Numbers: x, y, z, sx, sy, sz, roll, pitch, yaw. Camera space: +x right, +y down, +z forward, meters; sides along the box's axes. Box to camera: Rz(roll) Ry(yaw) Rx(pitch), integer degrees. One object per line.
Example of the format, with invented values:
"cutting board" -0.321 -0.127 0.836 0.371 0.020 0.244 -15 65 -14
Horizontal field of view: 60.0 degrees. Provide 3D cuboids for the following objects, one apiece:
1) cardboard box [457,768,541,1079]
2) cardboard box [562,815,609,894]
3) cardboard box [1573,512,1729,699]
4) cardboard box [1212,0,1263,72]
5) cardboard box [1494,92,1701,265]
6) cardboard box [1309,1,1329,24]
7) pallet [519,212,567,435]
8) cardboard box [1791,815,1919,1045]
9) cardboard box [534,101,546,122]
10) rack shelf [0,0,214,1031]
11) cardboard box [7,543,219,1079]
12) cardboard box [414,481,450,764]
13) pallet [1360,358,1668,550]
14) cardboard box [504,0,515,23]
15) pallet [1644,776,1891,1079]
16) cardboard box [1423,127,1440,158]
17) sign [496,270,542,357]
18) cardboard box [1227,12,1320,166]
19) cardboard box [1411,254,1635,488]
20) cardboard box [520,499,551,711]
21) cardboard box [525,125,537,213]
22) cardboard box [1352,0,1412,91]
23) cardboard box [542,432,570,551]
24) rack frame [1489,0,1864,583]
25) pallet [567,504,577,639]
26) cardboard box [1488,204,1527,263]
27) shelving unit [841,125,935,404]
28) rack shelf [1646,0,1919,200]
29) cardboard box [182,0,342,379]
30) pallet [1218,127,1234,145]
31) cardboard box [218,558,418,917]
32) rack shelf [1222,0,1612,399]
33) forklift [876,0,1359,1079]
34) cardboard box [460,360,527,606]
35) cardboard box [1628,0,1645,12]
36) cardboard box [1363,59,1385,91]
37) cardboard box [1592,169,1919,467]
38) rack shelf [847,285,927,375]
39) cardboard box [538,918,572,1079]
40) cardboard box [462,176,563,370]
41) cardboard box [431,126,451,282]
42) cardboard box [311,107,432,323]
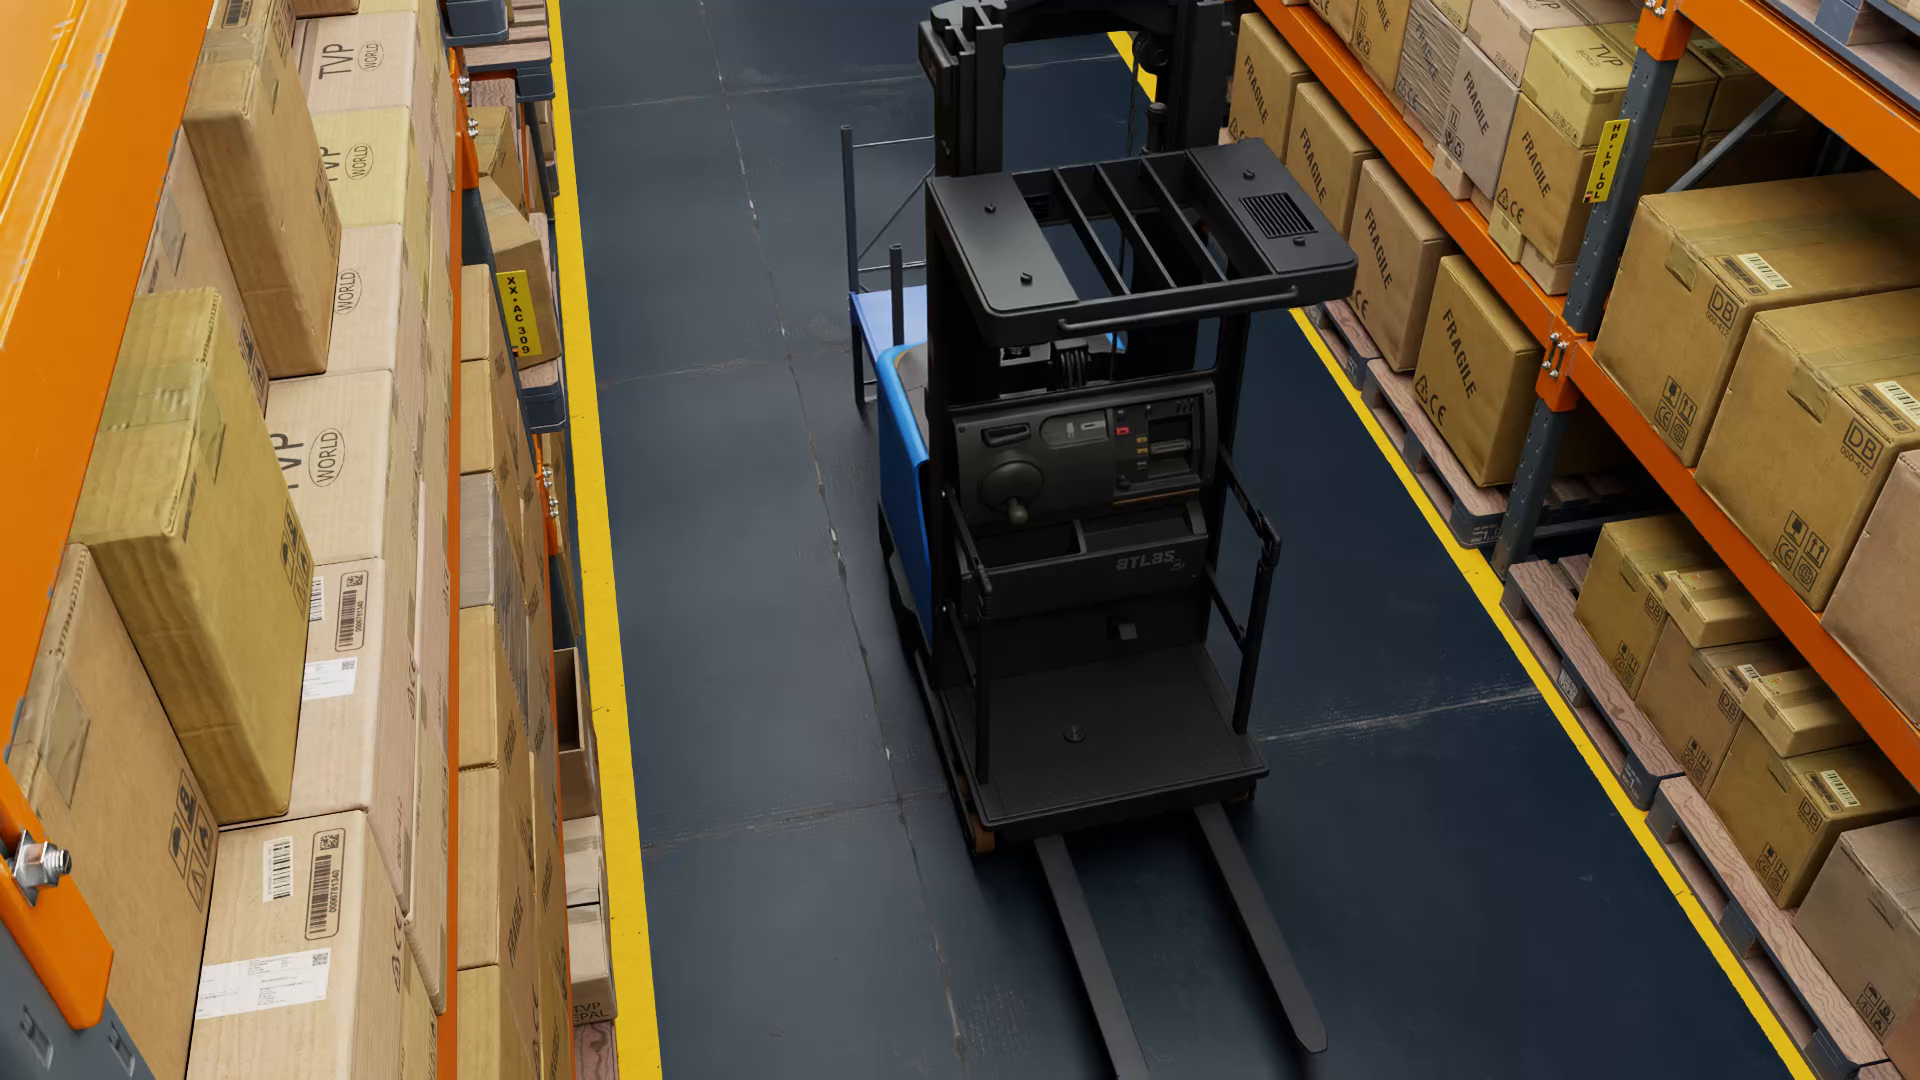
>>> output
"cardboard box" -1.174 0.861 3.474 0.500 0.500 0.500 -8 42 -9
"cardboard box" -1.436 1.133 5.812 0.380 0.149 0.250 -8 42 -9
"cardboard box" 2.922 0.233 6.576 0.700 0.500 0.500 -8 42 -9
"cardboard box" 1.791 -3.326 10.571 0.700 0.500 0.500 -8 42 -9
"cardboard box" 2.515 -1.464 6.607 0.500 0.500 0.500 -9 42 -10
"cardboard box" 2.037 -2.810 8.612 0.380 0.149 0.250 -9 42 -10
"pallet" -2.042 -0.794 6.311 1.003 0.211 1.213 -8 42 -9
"cardboard box" 3.258 1.237 5.446 0.700 0.500 0.500 -10 42 -11
"cardboard box" -2.665 -2.645 9.584 0.500 0.311 0.500 -7 42 -8
"rack shelf" -1.544 -1.009 2.434 1.077 0.370 4.000 -8 42 -9
"cardboard box" -1.239 0.397 1.737 0.700 0.500 0.500 -8 42 -9
"cardboard box" -1.180 0.176 2.928 0.500 0.250 0.500 -8 42 -9
"pallet" 2.620 -0.491 7.926 1.003 0.211 1.213 -8 42 -9
"cardboard box" -2.593 -2.727 7.953 0.700 0.500 0.500 -22 46 -23
"pallet" 3.215 1.295 5.914 1.003 0.211 1.213 -8 42 -9
"cardboard box" 2.319 -1.802 7.476 0.380 0.149 0.250 -8 42 -9
"sign" -1.447 -0.739 5.452 0.100 0.325 0.005 -8 42 -9
"cardboard box" 2.028 -2.495 9.386 0.750 0.750 0.750 -9 42 -10
"cardboard box" 2.593 -0.800 7.477 0.750 0.750 0.750 -8 42 -9
"cardboard box" -1.505 0.252 4.913 0.500 0.500 0.500 -7 42 -8
"cardboard box" -2.392 -1.827 8.317 0.500 0.250 0.500 -7 42 -8
"cardboard box" 2.182 -2.443 7.710 0.500 0.500 0.500 -7 42 -8
"cardboard box" -1.968 -0.254 7.110 0.500 0.500 0.500 -8 42 -9
"rack frame" 2.860 -1.044 6.449 1.000 3.000 0.127 -8 42 -9
"pallet" -2.188 0.189 7.160 1.003 0.211 1.213 -8 42 -9
"cardboard box" 2.434 -1.297 6.907 0.380 0.149 0.250 -8 42 -8
"shelving unit" -0.156 -0.964 7.488 0.538 1.500 1.048 -9 42 -10
"rack shelf" 3.292 -0.601 4.231 1.077 0.370 4.000 -8 42 -9
"cardboard box" -1.494 -0.586 2.844 0.700 0.500 0.500 -8 42 -9
"pallet" 2.094 -2.072 9.707 1.003 0.211 1.213 -8 42 -9
"cardboard box" -1.070 0.313 2.397 0.500 0.250 0.500 -8 42 -9
"rack shelf" 2.429 -2.072 8.148 1.077 0.370 4.000 -8 42 -9
"forklift" 0.494 -0.212 5.562 1.130 2.935 3.031 -9 42 -10
"cardboard box" -1.500 -0.121 4.580 0.500 0.500 0.500 -9 42 -10
"cardboard box" 2.896 -2.155 6.820 0.500 0.250 0.500 -8 42 -9
"cardboard box" 2.184 -2.311 8.050 0.380 0.149 0.250 -8 42 -9
"cardboard box" 2.962 -0.803 5.950 0.980 0.700 0.700 -8 42 -9
"rack shelf" -0.156 -0.830 7.608 0.538 0.185 1.000 -9 42 -10
"cardboard box" -1.173 1.239 3.802 0.500 0.500 0.500 -8 42 -9
"cardboard box" -1.859 -0.866 5.856 0.700 0.500 0.500 -23 46 -23
"cardboard box" -1.513 -0.795 4.021 0.500 0.250 0.500 -8 42 -9
"cardboard box" -1.395 -0.659 3.492 0.500 0.250 0.500 -8 42 -9
